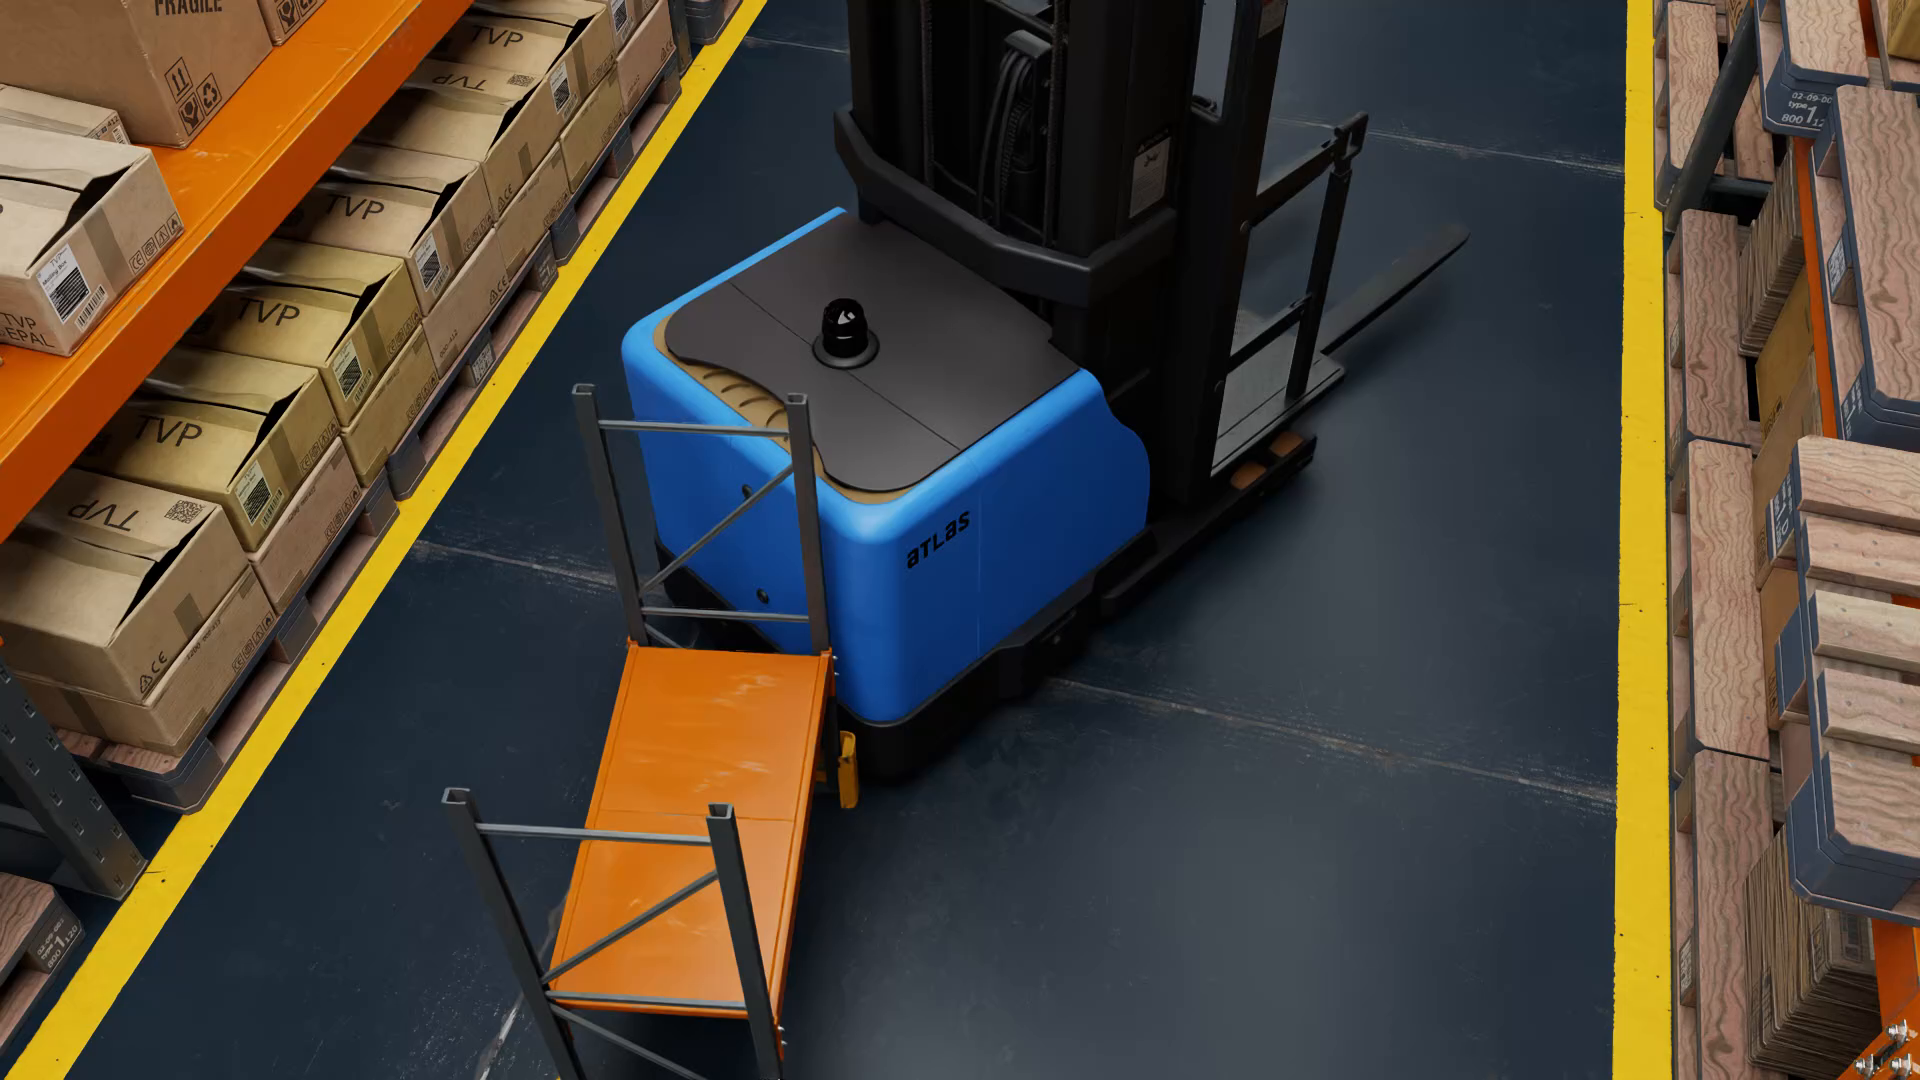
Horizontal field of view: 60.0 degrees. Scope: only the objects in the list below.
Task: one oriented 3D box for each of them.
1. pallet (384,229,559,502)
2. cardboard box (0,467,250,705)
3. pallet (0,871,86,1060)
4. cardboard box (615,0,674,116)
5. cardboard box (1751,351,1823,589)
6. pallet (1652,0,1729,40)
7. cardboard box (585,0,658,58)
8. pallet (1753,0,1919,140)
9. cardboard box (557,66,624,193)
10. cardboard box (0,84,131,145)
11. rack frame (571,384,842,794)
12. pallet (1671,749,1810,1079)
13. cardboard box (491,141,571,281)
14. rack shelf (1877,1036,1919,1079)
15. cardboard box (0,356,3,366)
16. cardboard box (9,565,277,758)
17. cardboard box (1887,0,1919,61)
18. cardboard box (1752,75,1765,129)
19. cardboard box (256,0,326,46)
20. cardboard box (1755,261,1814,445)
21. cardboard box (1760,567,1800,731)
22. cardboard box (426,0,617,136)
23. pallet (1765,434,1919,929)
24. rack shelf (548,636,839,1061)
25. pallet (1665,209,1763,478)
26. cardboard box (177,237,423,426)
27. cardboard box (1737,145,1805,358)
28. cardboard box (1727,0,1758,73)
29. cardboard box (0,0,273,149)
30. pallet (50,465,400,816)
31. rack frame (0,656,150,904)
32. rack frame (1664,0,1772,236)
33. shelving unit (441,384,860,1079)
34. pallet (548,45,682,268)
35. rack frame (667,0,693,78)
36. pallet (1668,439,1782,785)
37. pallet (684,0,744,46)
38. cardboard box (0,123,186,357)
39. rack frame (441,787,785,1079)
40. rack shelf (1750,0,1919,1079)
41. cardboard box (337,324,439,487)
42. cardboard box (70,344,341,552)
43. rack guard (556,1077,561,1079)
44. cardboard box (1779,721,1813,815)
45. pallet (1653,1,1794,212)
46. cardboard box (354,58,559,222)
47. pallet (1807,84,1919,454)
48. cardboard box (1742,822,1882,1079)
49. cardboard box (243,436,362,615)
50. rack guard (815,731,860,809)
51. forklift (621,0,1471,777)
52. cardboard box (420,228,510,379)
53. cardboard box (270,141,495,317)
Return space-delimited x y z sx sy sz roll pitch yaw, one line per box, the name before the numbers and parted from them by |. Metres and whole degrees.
pallet | -2.104 -0.719 5.744 1.003 0.211 1.213 12 50 10
cardboard box | -2.260 0.090 4.350 0.500 0.311 0.500 13 50 11
pallet | -2.914 1.281 3.979 1.003 0.211 1.213 12 50 10
cardboard box | -1.458 -1.940 6.515 0.500 0.250 0.500 11 50 10
cardboard box | 2.713 -0.131 4.739 0.700 0.500 0.500 12 50 10
pallet | 3.614 -2.548 7.358 1.003 0.211 1.213 12 50 10
cardboard box | -1.458 -2.133 6.312 0.500 0.311 0.500 12 50 10
pallet | 2.810 -1.505 4.706 1.003 0.211 1.213 12 50 10
cardboard box | -1.593 -1.574 6.192 0.500 0.250 0.500 11 49 9
cardboard box | -2.400 -1.025 4.321 0.380 0.149 0.250 15 50 13
rack frame | -0.573 0.187 4.085 0.500 1.500 0.032 3 49 2
pallet | 2.306 1.158 4.087 1.003 0.211 1.213 12 50 10
cardboard box | -1.727 -1.204 5.866 0.500 0.250 0.500 13 50 11
rack shelf | 1.573 2.485 1.536 1.077 0.370 4.000 12 50 10
cardboard box | -2.543 -0.399 3.661 0.500 0.311 0.500 14 50 12
cardboard box | -2.260 0.276 4.560 0.500 0.250 0.500 11 50 10
cardboard box | 2.831 -1.507 4.219 0.700 0.500 0.500 16 51 14
cardboard box | 3.264 -1.694 6.340 0.380 0.166 0.250 6 49 5
cardboard box | -2.117 -1.805 4.776 0.500 0.500 0.500 12 50 10
cardboard box | 2.886 -0.492 5.057 0.700 0.500 0.500 11 49 9
cardboard box | 2.589 0.236 4.415 0.700 0.500 0.500 11 50 10
cardboard box | -1.589 -1.755 5.978 0.500 0.311 0.500 13 50 11
pallet | 2.184 0.327 3.088 1.213 0.211 1.003 12 50 10
rack shelf | -0.606 0.686 3.884 0.538 0.185 1.000 3 49 2
pallet | 2.948 -0.607 5.645 1.003 0.211 1.213 12 50 10
cardboard box | -1.993 -0.660 5.012 0.500 0.311 0.500 10 49 9
cardboard box | 2.974 -0.876 5.396 0.700 0.500 0.500 13 50 11
cardboard box | 3.386 -2.170 6.538 0.500 0.500 0.500 8 49 7
cardboard box | -2.255 -1.424 4.440 0.500 0.500 0.500 9 49 8
pallet | -2.427 0.161 4.967 1.003 0.211 1.213 12 50 10
rack frame | -2.681 -0.174 3.403 1.000 3.000 0.127 12 50 10
rack frame | 3.152 -2.093 5.096 1.000 3.000 0.127 12 50 10
shelving unit | -0.607 0.574 3.743 0.587 1.500 1.083 3 49 2
pallet | -1.785 -1.604 6.525 1.003 0.211 1.213 12 50 10
rack frame | -1.628 -3.068 5.957 1.000 3.000 0.127 12 50 10
pallet | 2.629 0.279 4.863 1.003 0.211 1.213 12 50 10
pallet | -1.379 -2.712 7.503 1.003 0.211 1.213 12 50 10
cardboard box | -2.259 -0.754 3.974 0.500 0.311 0.500 11 49 10
rack frame | -0.640 0.947 3.414 0.500 1.500 0.032 3 49 2
rack shelf | 2.625 -0.408 4.089 1.077 0.370 4.000 12 50 10
cardboard box | -1.997 -0.465 5.214 0.500 0.250 0.500 10 49 9
cardboard box | -2.130 -0.292 4.686 0.500 0.311 0.500 10 49 9
rack guard | -0.640 1.360 3.883 0.587 0.250 0.087 3 49 2
cardboard box | 2.486 0.601 4.092 0.700 0.500 0.500 11 50 10
pallet | 3.294 -1.663 6.577 1.003 0.211 1.213 12 50 10
cardboard box | -1.723 -1.395 5.660 0.500 0.311 0.500 11 50 10
pallet | 2.580 -0.576 3.886 1.003 0.211 1.213 12 50 10
cardboard box | 2.238 0.951 3.784 0.700 0.500 0.500 12 50 11
cardboard box | -2.128 -0.088 4.881 0.500 0.250 0.500 10 49 9
rack guard | -0.574 0.615 4.541 0.587 0.250 0.087 3 49 2
forklift | 0.508 -1.311 4.452 3.031 2.935 1.130 -36 58 -28
cardboard box | -1.862 -0.836 5.541 0.500 0.250 0.500 12 50 11
cardboard box | -1.859 -1.032 5.340 0.500 0.311 0.500 11 49 10
